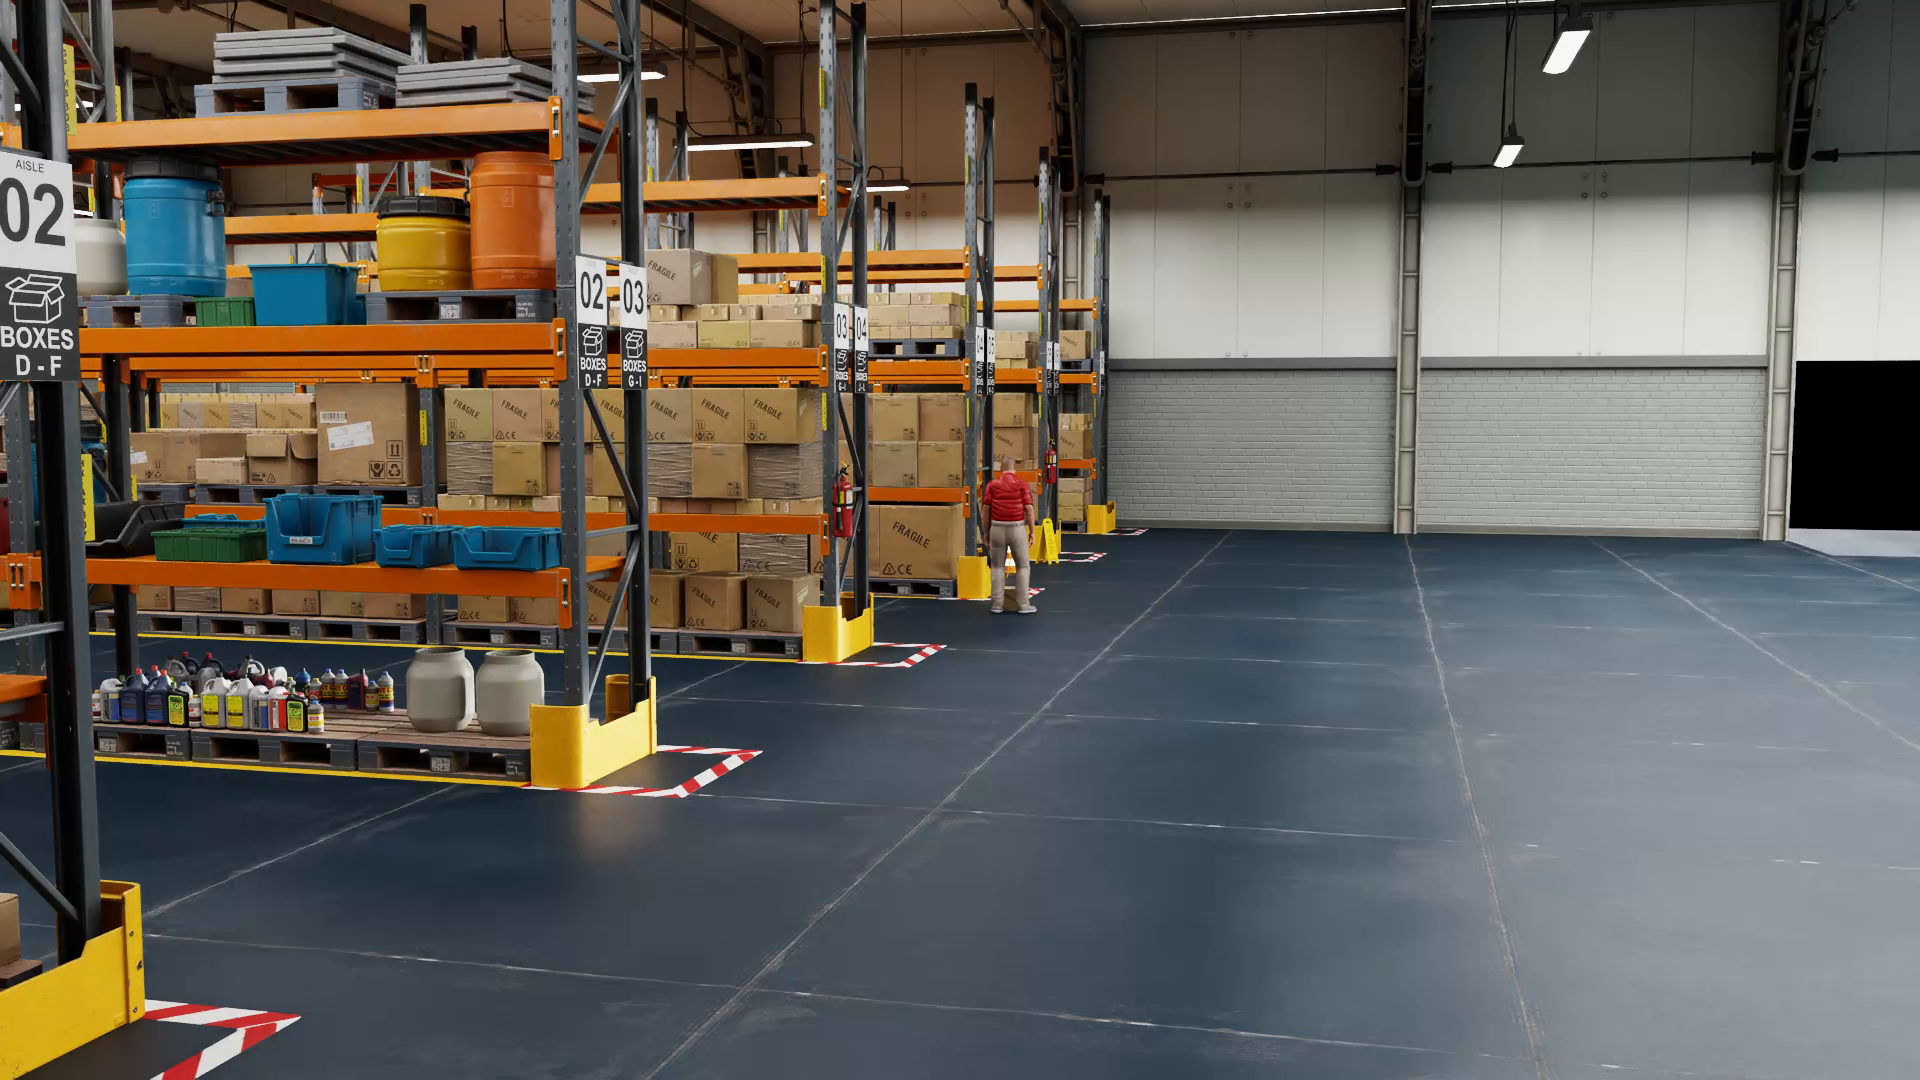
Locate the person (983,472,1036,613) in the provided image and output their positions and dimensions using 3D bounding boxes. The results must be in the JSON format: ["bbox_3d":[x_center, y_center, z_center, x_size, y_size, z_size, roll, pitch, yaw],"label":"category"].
[{"bbox_3d":[0.542,0.029,18.297,0.568,1.552,0.394,1,5,13],"label":"person"}]
